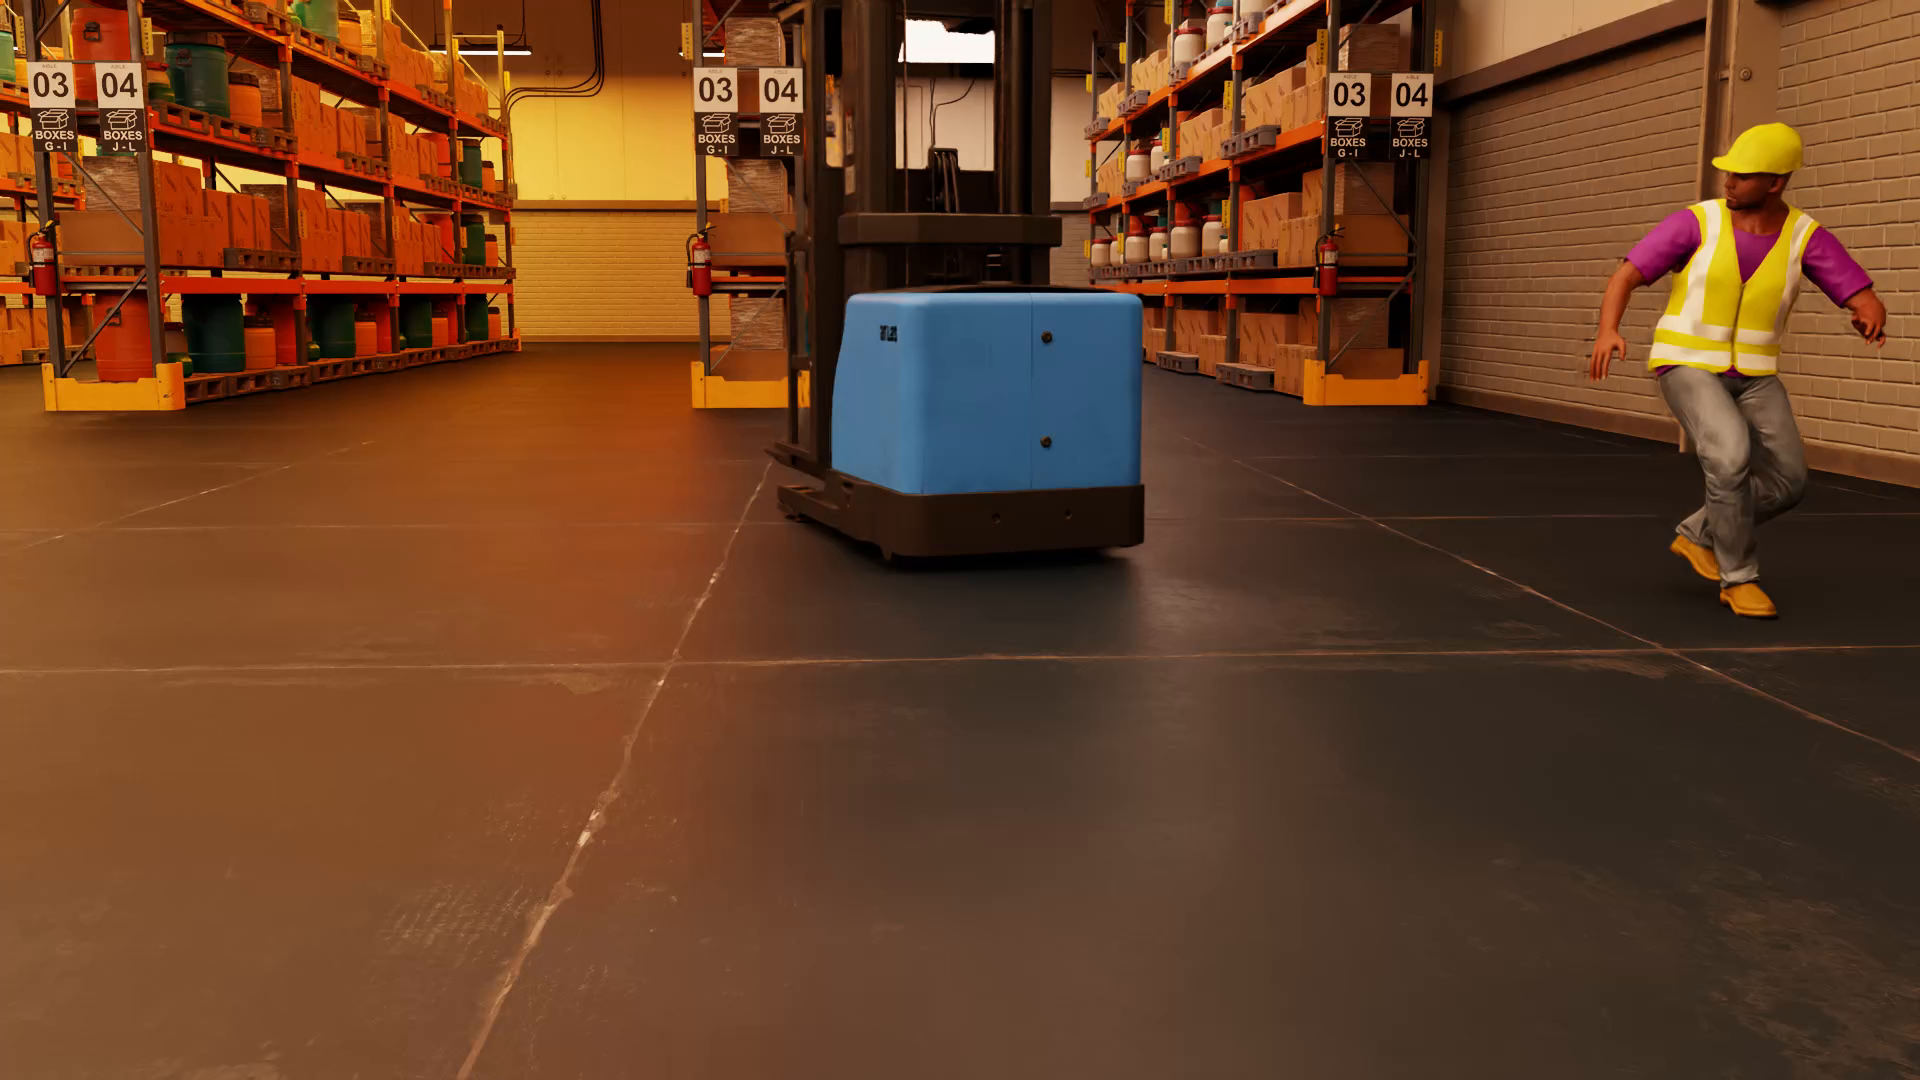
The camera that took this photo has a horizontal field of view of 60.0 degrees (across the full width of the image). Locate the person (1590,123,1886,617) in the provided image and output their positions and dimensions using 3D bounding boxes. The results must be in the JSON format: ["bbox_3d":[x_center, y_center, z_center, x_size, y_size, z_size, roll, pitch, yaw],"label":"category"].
[{"bbox_3d":[2.613,-0.575,5.622,0.923,1.631,0.841,0,8,-1],"label":"person"}]

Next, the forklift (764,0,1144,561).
[{"bbox_3d":[-0.241,-1.544,7.727,1.130,2.935,3.031,-3,9,-20],"label":"forklift"}]
